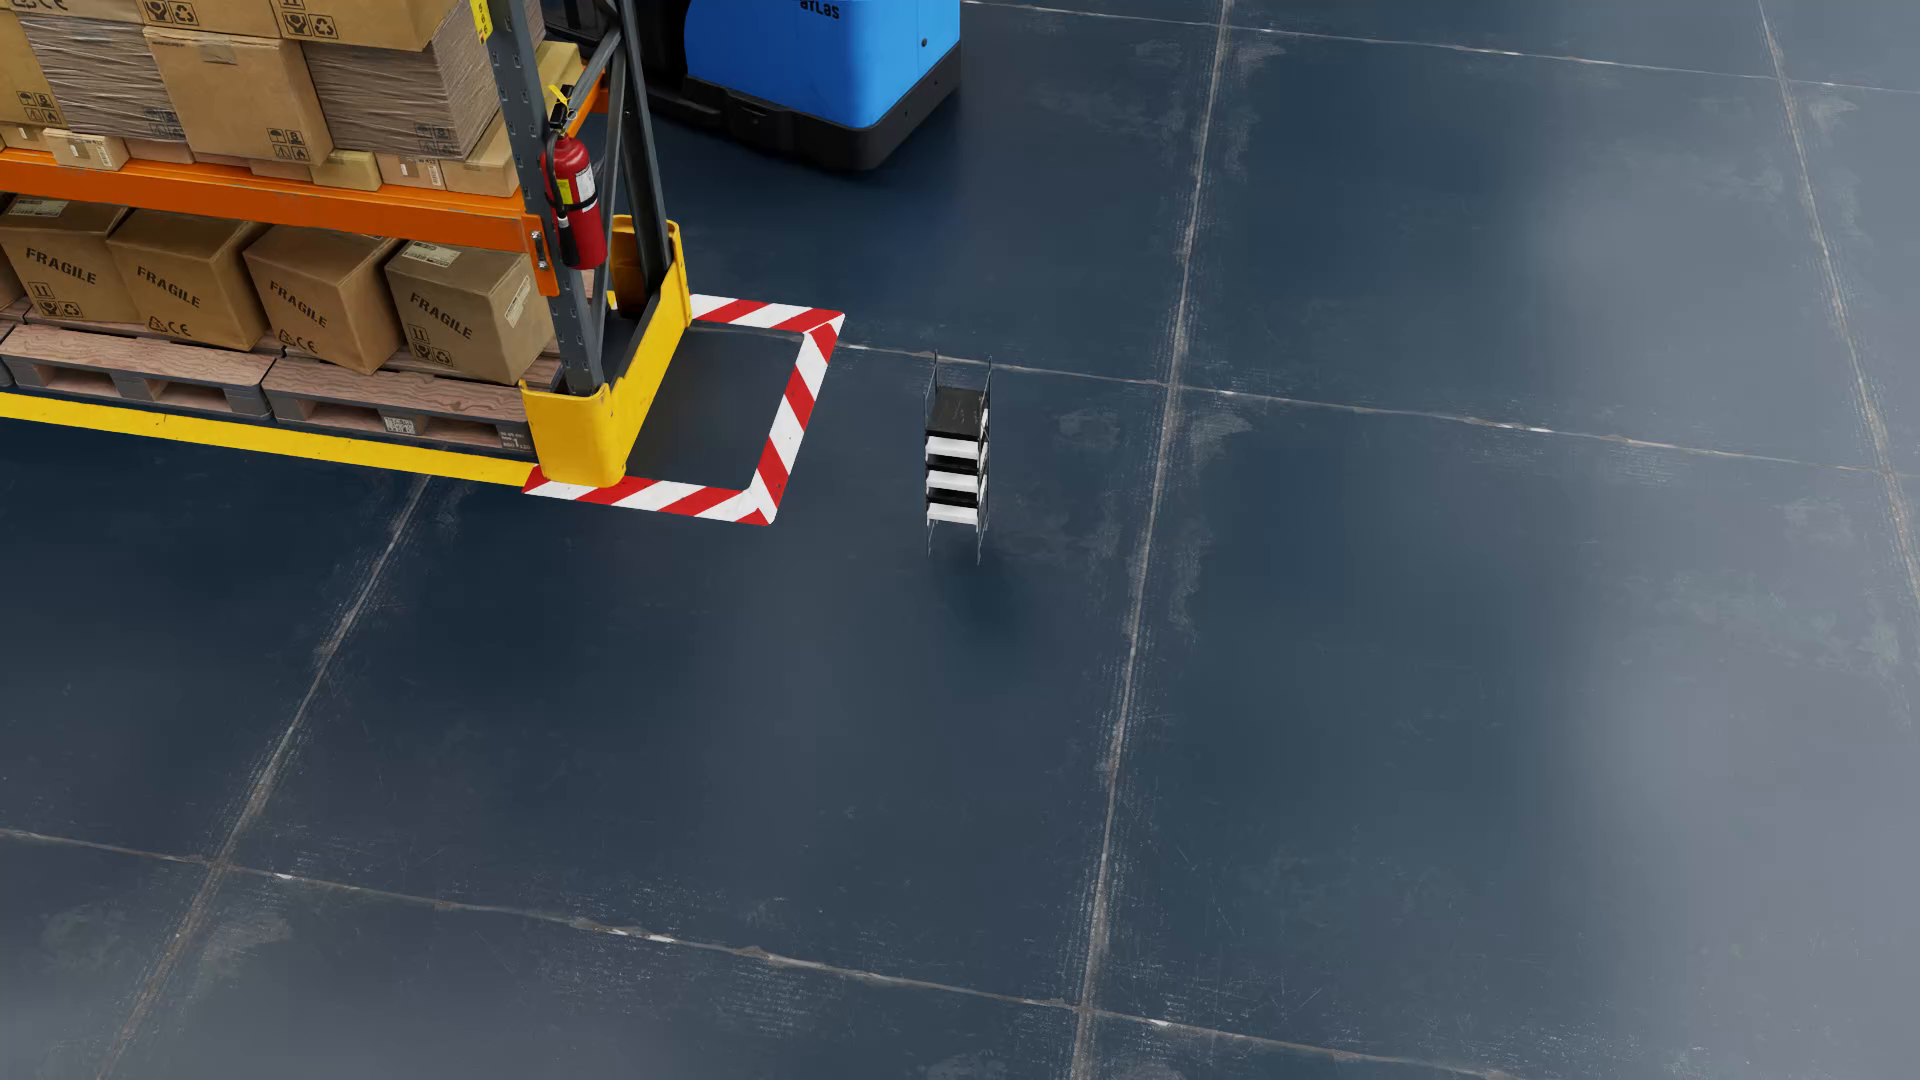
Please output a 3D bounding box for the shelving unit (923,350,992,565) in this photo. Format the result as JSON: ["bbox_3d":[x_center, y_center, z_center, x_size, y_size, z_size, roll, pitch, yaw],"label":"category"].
[{"bbox_3d":[-0.008,-0.302,6.388,0.210,0.900,0.258,8,49,7],"label":"shelving unit"}]

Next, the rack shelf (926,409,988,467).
[{"bbox_3d":[-0.008,-0.400,6.279,0.200,0.077,0.258,8,49,7],"label":"rack shelf"}]

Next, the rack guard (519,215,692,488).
[{"bbox_3d":[-1.492,-0.826,7.128,0.348,0.500,1.175,8,49,7],"label":"rack guard"}]

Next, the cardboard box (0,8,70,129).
[{"bbox_3d":[-3.442,-2.028,6.260,0.500,0.500,0.875,8,49,7],"label":"cardboard box"}]

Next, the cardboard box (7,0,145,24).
[{"bbox_3d":[-2.987,-2.140,5.689,0.500,0.500,0.500,8,49,7],"label":"cardboard box"}]

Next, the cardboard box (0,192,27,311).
[{"bbox_3d":[-4.402,-1.333,7.301,0.500,0.500,0.500,22,52,19],"label":"cardboard box"}]

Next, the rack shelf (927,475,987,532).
[{"bbox_3d":[-0.008,-0.159,6.547,0.200,0.077,0.258,8,49,7],"label":"rack shelf"}]

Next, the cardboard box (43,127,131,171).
[{"bbox_3d":[-3.229,-1.576,6.290,0.250,0.149,0.380,8,49,7],"label":"cardboard box"}]

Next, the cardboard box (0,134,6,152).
[{"bbox_3d":[-3.717,-1.659,6.365,0.250,0.149,0.380,8,49,7],"label":"cardboard box"}]

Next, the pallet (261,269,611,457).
[{"bbox_3d":[-2.285,-0.863,7.355,1.213,0.211,1.003,8,49,7],"label":"pallet"}]

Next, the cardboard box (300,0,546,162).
[{"bbox_3d":[-1.954,-1.877,6.125,0.500,0.500,0.875,8,49,7],"label":"cardboard box"}]

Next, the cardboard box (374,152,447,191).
[{"bbox_3d":[-1.981,-1.488,6.211,0.250,0.149,0.380,8,49,7],"label":"cardboard box"}]

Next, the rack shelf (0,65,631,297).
[{"bbox_3d":[-3.386,-1.676,6.695,4.000,0.370,1.077,8,49,7],"label":"rack shelf"}]

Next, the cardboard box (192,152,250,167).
[{"bbox_3d":[-2.718,-1.591,6.304,0.250,0.149,0.380,8,49,7],"label":"cardboard box"}]

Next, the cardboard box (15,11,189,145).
[{"bbox_3d":[-2.952,-1.953,6.193,0.500,0.500,0.875,8,49,7],"label":"cardboard box"}]

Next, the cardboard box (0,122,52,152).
[{"bbox_3d":[-3.463,-1.660,6.366,0.250,0.149,0.380,8,49,7],"label":"cardboard box"}]

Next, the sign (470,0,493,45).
[{"bbox_3d":[-1.536,-1.741,5.278,0.005,0.325,0.100,8,49,7],"label":"sign"}]

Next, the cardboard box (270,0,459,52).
[{"bbox_3d":[-2.003,-2.010,5.572,0.500,0.500,0.500,8,49,7],"label":"cardboard box"}]

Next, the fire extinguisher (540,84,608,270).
[{"bbox_3d":[-1.387,-1.273,5.901,0.183,0.674,0.296,8,49,7],"label":"fire extinguisher"}]

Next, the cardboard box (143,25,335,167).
[{"bbox_3d":[-2.467,-1.856,6.105,0.500,0.500,0.875,8,49,7],"label":"cardboard box"}]

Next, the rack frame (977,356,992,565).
[{"bbox_3d":[0.092,-0.288,6.376,0.006,0.900,0.240,8,49,7],"label":"rack frame"}]

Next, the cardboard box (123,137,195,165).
[{"bbox_3d":[-2.968,-1.607,6.319,0.250,0.149,0.380,8,49,7],"label":"cardboard box"}]

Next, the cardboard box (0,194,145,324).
[{"bbox_3d":[-3.777,-1.309,7.279,0.500,0.500,0.500,4,48,3],"label":"cardboard box"}]

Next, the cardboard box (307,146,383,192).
[{"bbox_3d":[-2.236,-1.483,6.207,0.250,0.149,0.380,8,49,7],"label":"cardboard box"}]

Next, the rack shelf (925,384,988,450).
[{"bbox_3d":[-0.008,-0.460,6.212,0.200,0.077,0.258,8,49,7],"label":"rack shelf"}]

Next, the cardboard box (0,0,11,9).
[{"bbox_3d":[-3.478,-2.212,5.754,0.500,0.500,0.500,8,49,7],"label":"cardboard box"}]

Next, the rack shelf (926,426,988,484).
[{"bbox_3d":[-0.008,-0.340,6.346,0.200,0.077,0.258,8,49,7],"label":"rack shelf"}]

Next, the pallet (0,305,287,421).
[{"bbox_3d":[-3.482,-1.026,7.502,1.213,0.211,1.003,8,49,7],"label":"pallet"}]

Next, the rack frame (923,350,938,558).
[{"bbox_3d":[-0.108,-0.315,6.400,0.006,0.900,0.240,8,49,7],"label":"rack frame"}]

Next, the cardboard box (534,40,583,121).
[{"bbox_3d":[-1.656,-1.780,6.473,0.250,0.149,0.380,8,49,7],"label":"cardboard box"}]

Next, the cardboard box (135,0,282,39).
[{"bbox_3d":[-2.496,-2.072,5.628,0.500,0.500,0.500,8,49,7],"label":"cardboard box"}]

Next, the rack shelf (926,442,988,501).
[{"bbox_3d":[-0.008,-0.280,6.413,0.200,0.077,0.258,8,49,7],"label":"rack shelf"}]

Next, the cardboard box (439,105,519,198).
[{"bbox_3d":[-1.735,-1.454,6.181,0.250,0.149,0.380,8,49,7],"label":"cardboard box"}]

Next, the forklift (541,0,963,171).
[{"bbox_3d":[-1.527,-3.624,8.007,3.031,2.935,1.130,22,52,19],"label":"forklift"}]

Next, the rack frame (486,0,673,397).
[{"bbox_3d":[-1.418,-1.652,6.189,0.127,3.000,1.000,8,49,7],"label":"rack frame"}]

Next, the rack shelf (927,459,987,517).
[{"bbox_3d":[-0.008,-0.219,6.480,0.200,0.077,0.258,8,49,7],"label":"rack shelf"}]

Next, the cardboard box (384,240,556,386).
[{"bbox_3d":[-2.029,-1.051,7.048,0.500,0.500,0.500,16,50,14],"label":"cardboard box"}]

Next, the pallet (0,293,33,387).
[{"bbox_3d":[-4.687,-1.186,7.645,1.213,0.211,1.003,8,49,7],"label":"pallet"}]

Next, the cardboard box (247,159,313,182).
[{"bbox_3d":[-2.479,-1.527,6.247,0.250,0.149,0.380,8,49,7],"label":"cardboard box"}]

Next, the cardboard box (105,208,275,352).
[{"bbox_3d":[-3.236,-1.202,7.184,0.500,0.500,0.500,12,49,10],"label":"cardboard box"}]

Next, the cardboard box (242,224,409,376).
[{"bbox_3d":[-2.623,-1.105,7.097,0.500,0.500,0.500,19,51,17],"label":"cardboard box"}]
